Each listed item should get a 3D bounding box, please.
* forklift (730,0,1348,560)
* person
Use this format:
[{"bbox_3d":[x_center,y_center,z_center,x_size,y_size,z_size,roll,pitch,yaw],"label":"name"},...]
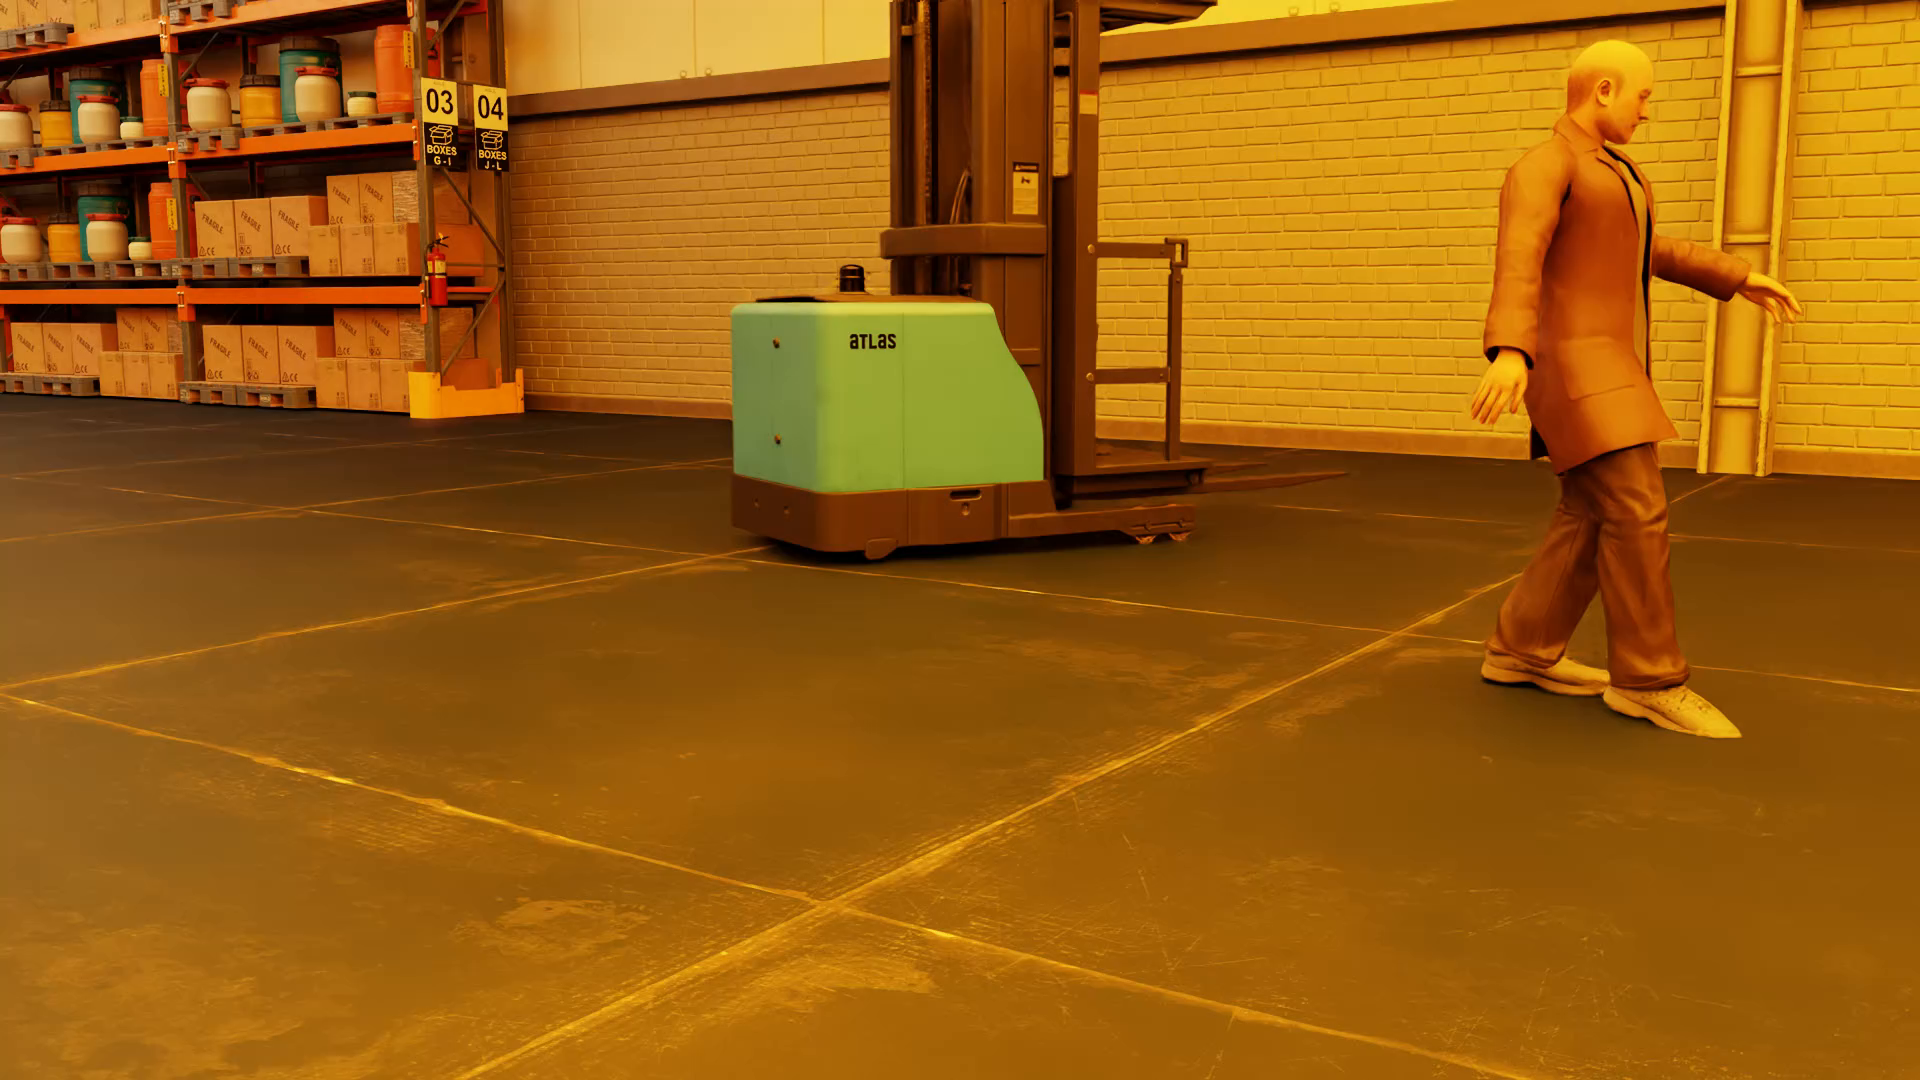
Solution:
[{"bbox_3d":[0.489,-1.498,7.728,3.031,2.935,1.130,-5,9,-31],"label":"forklift"},{"bbox_3d":[1.735,-0.402,4.353,0.758,1.781,1.049,6,10,38],"label":"person"}]
